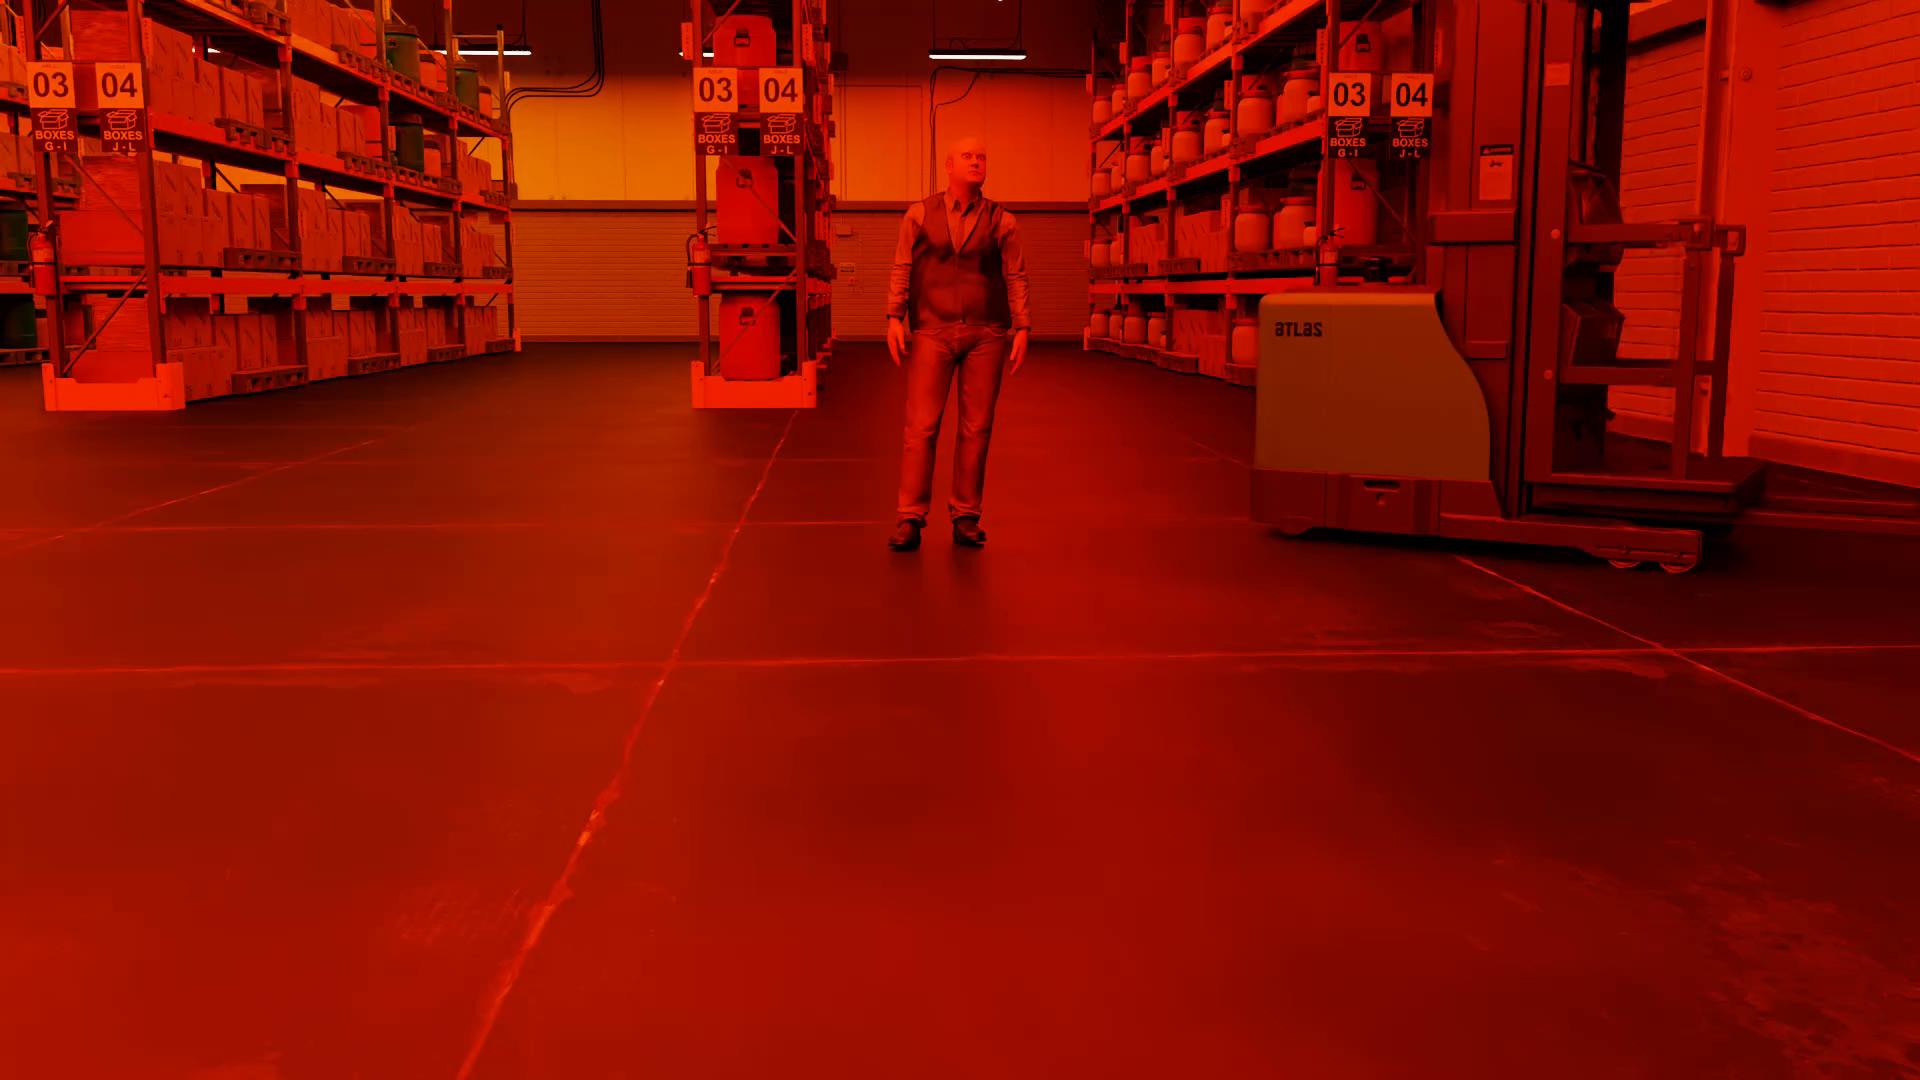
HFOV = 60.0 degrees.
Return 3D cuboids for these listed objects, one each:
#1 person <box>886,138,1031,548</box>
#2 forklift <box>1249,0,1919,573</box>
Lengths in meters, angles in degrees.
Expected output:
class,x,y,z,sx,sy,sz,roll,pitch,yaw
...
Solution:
class,x,y,z,sx,sy,sz,roll,pitch,yaw
person,-0.005,-0.850,7.121,0.632,1.720,0.568,-1,8,-4
forklift,2.816,-1.411,6.831,3.031,2.935,1.130,5,10,31
